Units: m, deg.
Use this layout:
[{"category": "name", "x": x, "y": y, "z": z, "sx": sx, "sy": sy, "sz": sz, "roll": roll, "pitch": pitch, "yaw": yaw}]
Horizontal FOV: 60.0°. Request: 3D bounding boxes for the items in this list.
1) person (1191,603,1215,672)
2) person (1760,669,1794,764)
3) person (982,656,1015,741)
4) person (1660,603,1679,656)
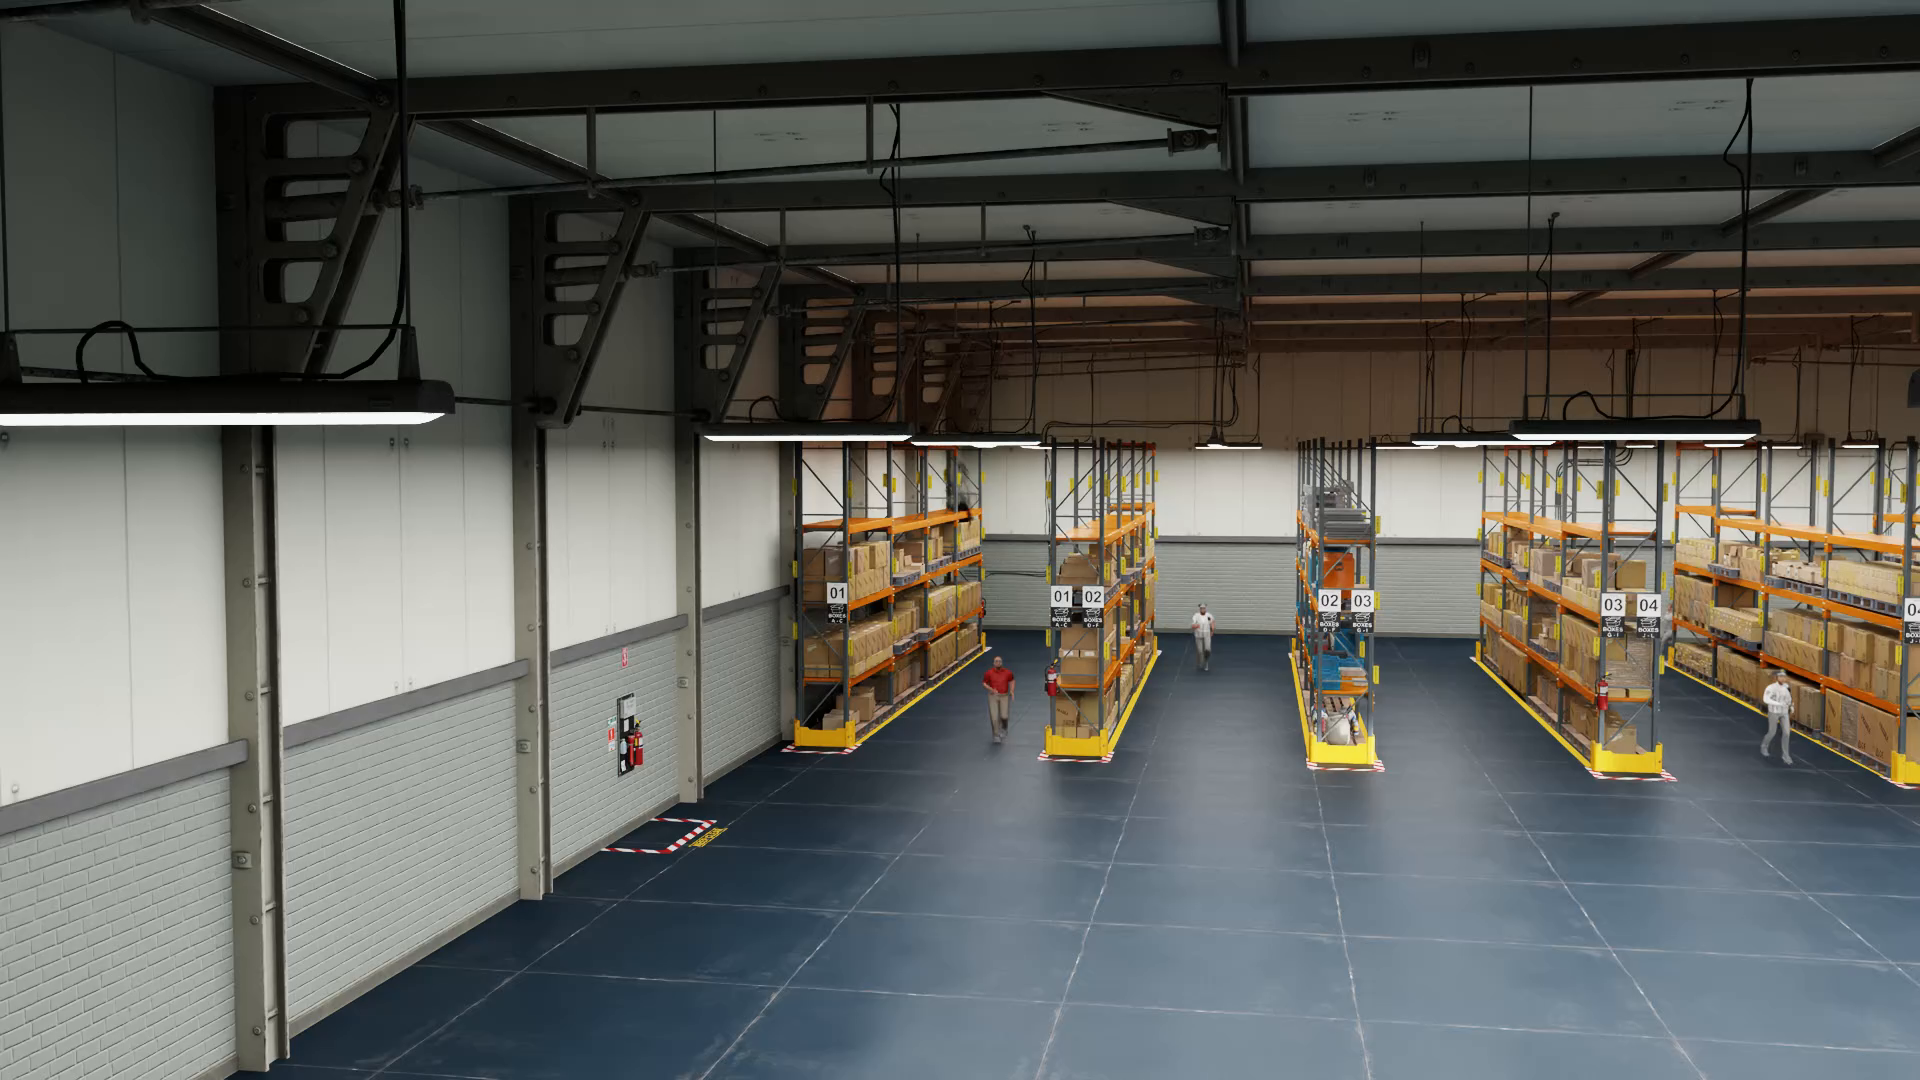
[{"category": "person", "x": 6.362, "y": 2.550, "z": 43.537, "sx": 0.611, "sy": 1.827, "sz": 0.801, "roll": 0, "pitch": 3, "yaw": 7}, {"category": "person", "x": 15.173, "y": 3.246, "z": 30.842, "sx": 0.631, "sy": 1.742, "sz": 0.784, "roll": 0, "pitch": 3, "yaw": -4}, {"category": "person", "x": 0.771, "y": 3.141, "z": 32.758, "sx": 0.652, "sy": 1.687, "sz": 0.602, "roll": 0, "pitch": 3, "yaw": -1}, {"category": "person", "x": 19.477, "y": 2.512, "z": 45.697, "sx": 0.862, "sy": 1.564, "sz": 0.602, "roll": -1, "pitch": 3, "yaw": -11}]
